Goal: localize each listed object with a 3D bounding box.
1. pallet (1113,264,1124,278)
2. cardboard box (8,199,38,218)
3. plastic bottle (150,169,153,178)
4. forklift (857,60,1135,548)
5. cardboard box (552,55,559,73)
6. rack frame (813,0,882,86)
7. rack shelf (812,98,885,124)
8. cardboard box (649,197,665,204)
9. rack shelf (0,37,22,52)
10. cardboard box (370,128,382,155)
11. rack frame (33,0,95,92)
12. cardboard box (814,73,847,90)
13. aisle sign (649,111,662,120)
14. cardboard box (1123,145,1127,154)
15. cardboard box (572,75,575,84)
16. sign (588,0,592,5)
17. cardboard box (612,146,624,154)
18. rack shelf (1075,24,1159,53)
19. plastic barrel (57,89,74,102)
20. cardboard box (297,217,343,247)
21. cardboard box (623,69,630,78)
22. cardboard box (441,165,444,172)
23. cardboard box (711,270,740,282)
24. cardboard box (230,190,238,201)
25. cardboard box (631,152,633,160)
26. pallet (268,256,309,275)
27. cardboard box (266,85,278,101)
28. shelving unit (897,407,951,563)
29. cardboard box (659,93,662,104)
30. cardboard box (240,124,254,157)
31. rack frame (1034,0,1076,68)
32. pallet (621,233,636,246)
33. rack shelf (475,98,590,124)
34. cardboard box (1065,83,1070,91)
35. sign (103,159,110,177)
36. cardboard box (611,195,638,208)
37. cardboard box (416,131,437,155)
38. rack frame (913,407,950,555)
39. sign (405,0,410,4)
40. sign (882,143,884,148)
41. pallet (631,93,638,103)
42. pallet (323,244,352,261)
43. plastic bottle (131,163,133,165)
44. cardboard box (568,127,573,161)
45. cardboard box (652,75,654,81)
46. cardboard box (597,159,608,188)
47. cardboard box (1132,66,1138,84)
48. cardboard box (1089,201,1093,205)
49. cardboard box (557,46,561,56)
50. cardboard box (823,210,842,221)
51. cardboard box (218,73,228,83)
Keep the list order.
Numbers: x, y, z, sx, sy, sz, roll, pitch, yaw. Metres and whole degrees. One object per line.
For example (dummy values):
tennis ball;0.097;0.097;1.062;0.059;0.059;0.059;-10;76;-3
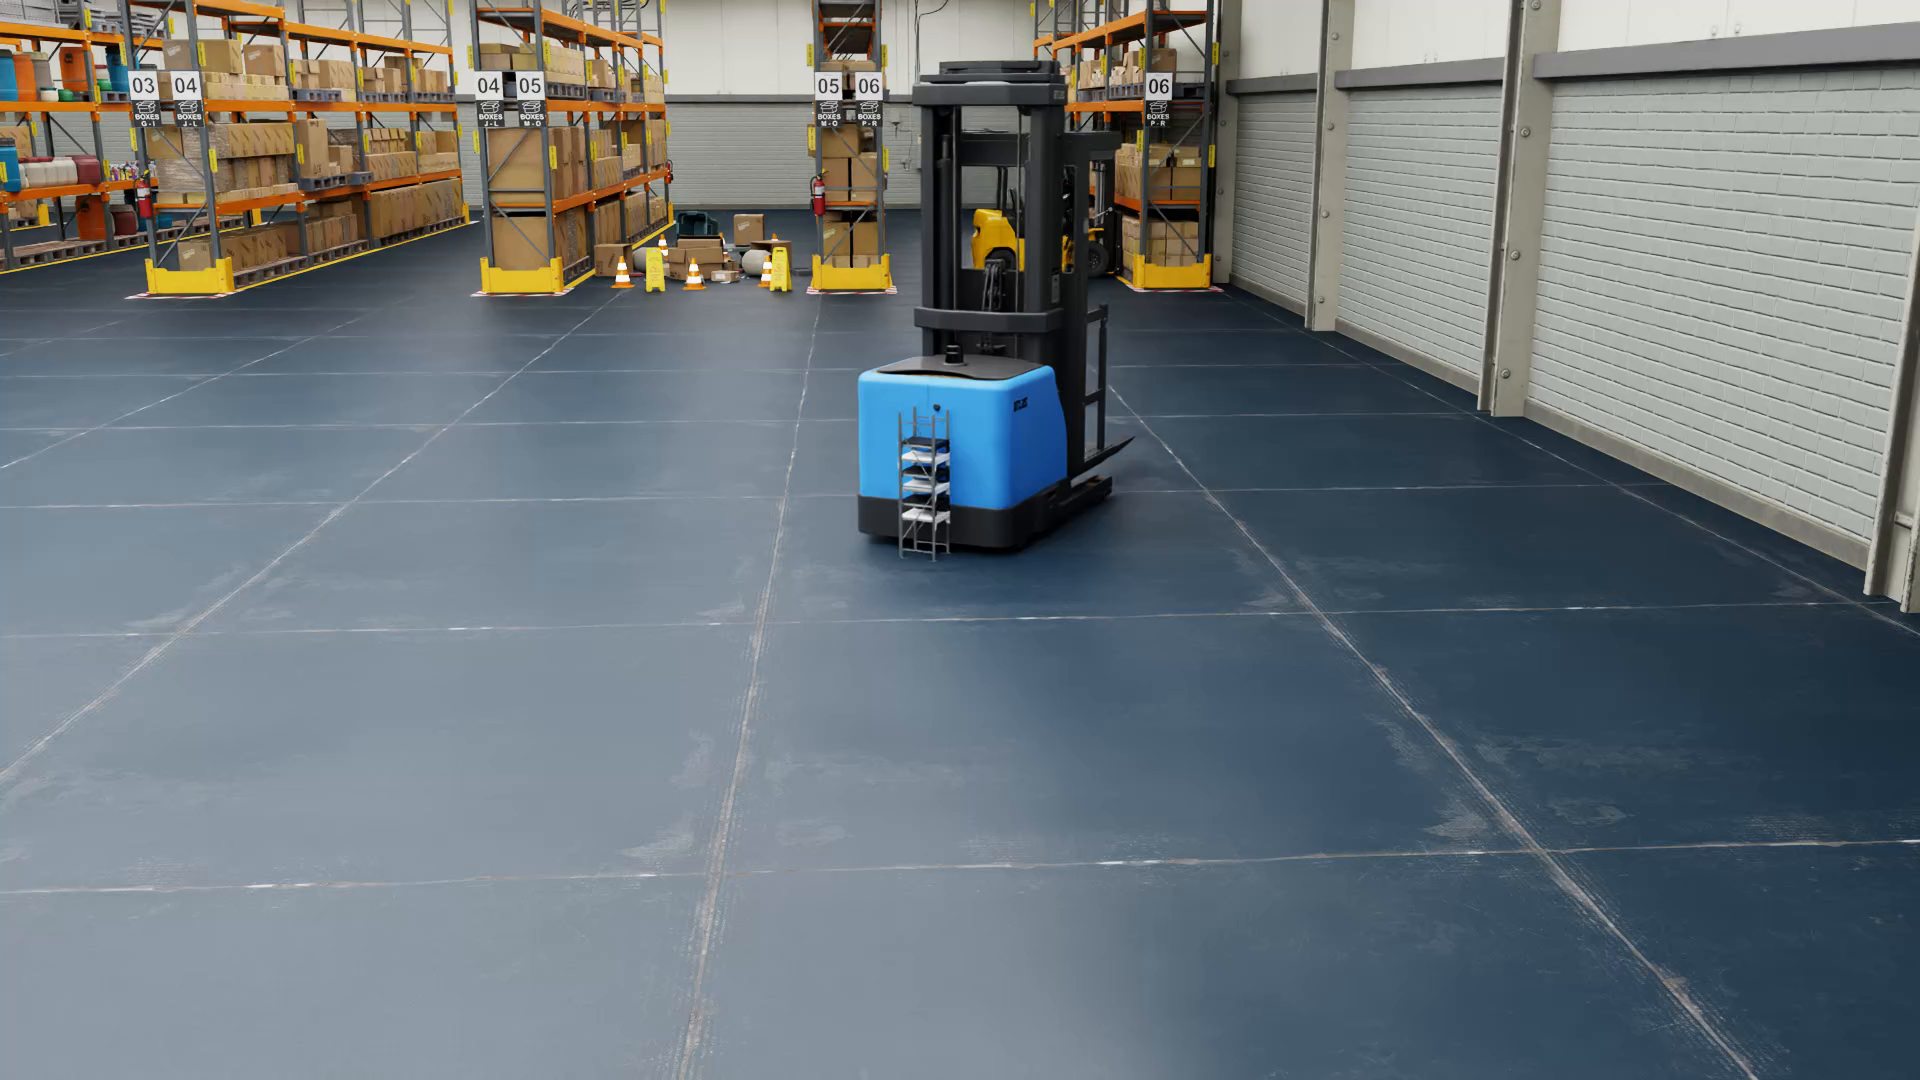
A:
pallet;3.123;-4.542;27.754;1.003;0.211;1.213;-1;14;-3
cardboard box;-22.159;-7.867;39.218;0.500;0.500;0.500;-1;14;-3
plastic bottle;-16.803;-7.610;34.481;0.097;0.201;0.097;0;14;0
forklift;0.416;-1.691;11.215;1.130;2.935;3.031;6;16;23
cardboard box;-6.410;-7.247;25.313;0.500;0.250;0.500;-1;14;-4
rack frame;-1.669;-8.228;24.444;1.000;3.000;0.127;-1;14;-3
rack shelf;-1.793;-6.924;26.841;1.077;0.370;4.000;-1;14;-3
cardboard box;-7.208;-8.057;39.506;0.380;0.149;0.250;-1;14;-5
rack shelf;-22.315;-11.054;36.881;1.077;0.370;4.000;-1;14;-3
cardboard box;-12.122;-8.037;33.530;0.797;0.503;0.637;-1;14;-2
rack frame;-16.999;-9.988;31.285;1.000;3.000;0.127;-1;14;-3
cardboard box;-1.970;-6.969;25.278;0.500;0.250;0.500;-1;14;-4
aisle sign;-7.300;-10.482;40.027;0.394;0.787;0.004;-1;14;-3
cardboard box;2.920;-6.498;27.663;0.380;0.149;0.250;-1;14;-4
cardboard box;-6.446;-7.460;26.942;0.380;0.149;0.250;-1;14;-3
sign;-7.889;-11.597;35.508;0.100;0.325;0.005;-1;14;-3
cardboard box;-6.964;-7.826;33.390;0.380;0.149;0.250;-1;14;-4
rack shelf;2.913;-9.255;30.685;1.077;0.370;4.000;-1;14;-3
plastic barrel;-16.933;-8.399;31.443;0.294;0.245;0.294;0;14;0
cardboard box;-11.905;-5.716;30.857;0.700;0.500;0.500;0;14;1
cardboard box;-7.433;-9.814;35.585;0.700;0.500;0.500;-1;14;-3
cardboard box;-12.106;-8.563;38.292;0.380;0.149;0.250;-1;14;-2
cardboard box;-3.766;-4.236;26.692;0.380;0.149;0.250;7;16;26
cardboard box;-11.373;-5.309;25.644;0.380;0.149;0.250;-1;14;-3
cardboard box;-7.040;-8.007;34.691;0.380;0.149;0.250;-1;14;-3
pallet;-11.731;-4.647;28.164;1.003;0.211;1.213;-1;14;-3
cardboard box;-11.497;-7.305;27.178;0.500;0.250;0.500;-1;14;-2
shelving unit;-0.215;-0.334;10.017;0.258;0.900;0.210;6;16;23
cardboard box;-7.263;-10.344;38.991;0.500;0.250;0.500;-1;14;-3
cardboard box;-11.378;-6.236;25.938;0.500;0.500;0.500;-1;14;-3
rack frame;2.294;-12.284;40.211;1.000;3.000;0.127;-1;14;-3
pallet;-7.146;-6.054;33.633;1.003;0.211;1.213;-1;14;-3
rack shelf;-6.727;-6.822;26.446;1.077;0.370;4.000;-1;14;-3
cardboard box;2.284;-9.505;34.888;0.380;0.149;0.250;-1;14;-2
sign;-16.450;-7.172;32.052;0.100;0.325;0.005;-1;14;-3
cardboard box;-6.949;-6.991;34.346;0.500;0.250;0.500;-1;14;-3
cardboard box;-12.138;-8.963;37.542;0.500;0.500;0.500;-1;14;-5
rack frame;-0.174;-0.357;10.107;0.240;0.900;0.006;6;16;23
sign;-11.763;-11.561;35.367;0.100;0.325;0.005;-1;14;-3
sign;-1.376;-6.747;28.990;0.100;0.325;0.005;-1;14;-3
pallet;-7.347;-9.154;34.441;1.213;0.211;1.003;-1;14;-3
pallet;-11.936;-5.311;30.746;1.003;0.211;1.213;-1;14;-3
plastic bottle;-17.642;-7.890;35.405;0.061;0.283;0.133;-1;14;-3
cardboard box;-6.816;-6.447;27.097;0.875;0.550;0.550;-1;14;-3
cardboard box;-7.207;-10.554;38.003;0.380;0.149;0.250;-1;14;-5
cardboard box;-6.675;-6.649;30.147;0.500;0.500;0.500;-1;14;-4
cardboard box;2.915;-7.304;26.099;0.396;0.266;0.258;-1;14;-3
cardboard box;2.506;-6.815;33.867;0.380;0.149;0.250;-2;15;-6
cardboard box;-6.368;-7.530;25.615;0.380;0.149;0.250;-1;14;-4
cardboard box;-2.069;-5.157;26.417;0.380;0.149;0.250;0;14;-2
cardboard box;-11.350;-7.010;25.233;0.380;0.149;0.250;0;14;-1
